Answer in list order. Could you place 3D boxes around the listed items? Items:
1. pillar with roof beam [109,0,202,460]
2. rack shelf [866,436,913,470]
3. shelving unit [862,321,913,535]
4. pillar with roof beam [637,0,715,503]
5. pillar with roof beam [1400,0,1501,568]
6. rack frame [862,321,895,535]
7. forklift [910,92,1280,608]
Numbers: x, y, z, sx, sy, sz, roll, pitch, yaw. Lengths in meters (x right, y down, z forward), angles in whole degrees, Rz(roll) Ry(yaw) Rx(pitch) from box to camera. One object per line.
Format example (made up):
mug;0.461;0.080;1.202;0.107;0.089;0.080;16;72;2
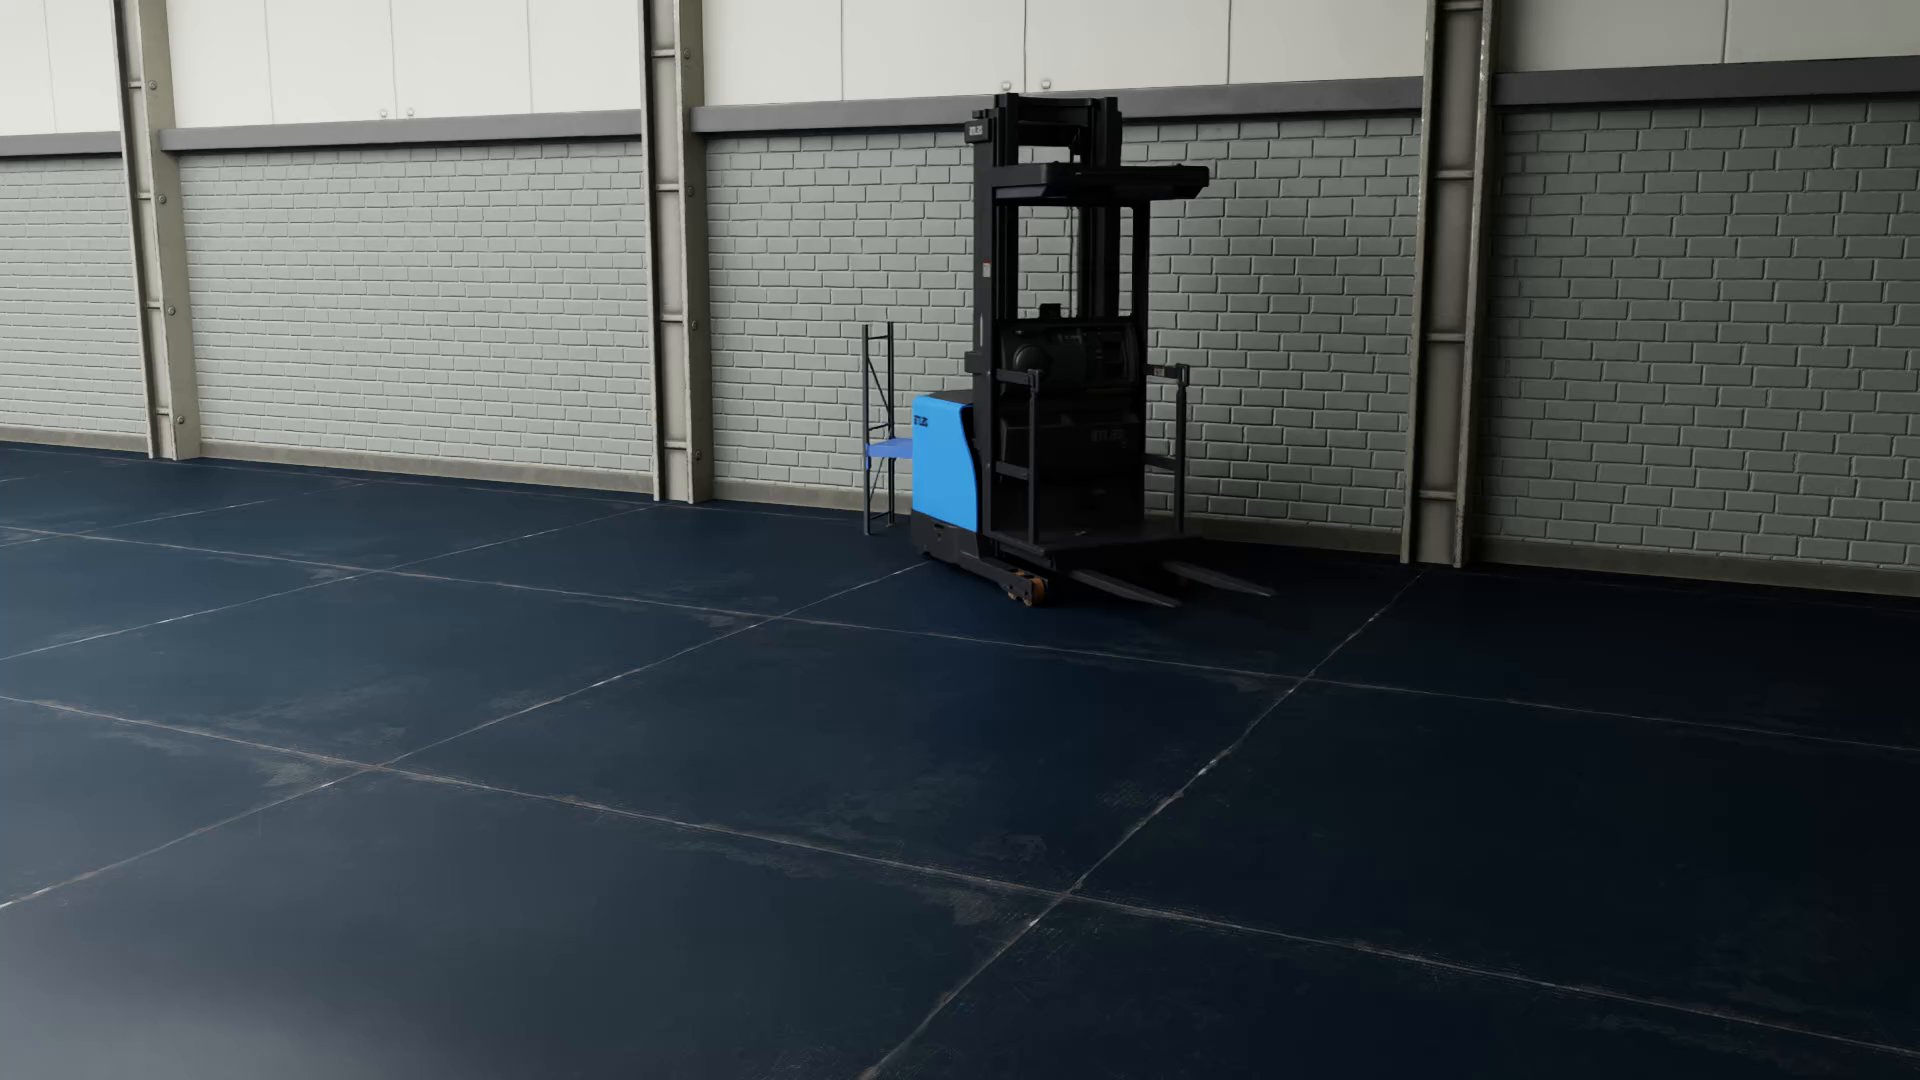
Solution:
pillar with roof beam;-9.534;-4.547;11.583;0.400;9.000;9.100;5;11;26
rack shelf;-0.111;-0.604;11.865;1.000;0.185;0.538;4;11;20
shelving unit;-0.111;-0.781;11.833;1.048;1.500;0.538;4;11;20
pillar with roof beam;-4.153;-4.074;8.971;0.400;9.000;9.100;5;11;26
pillar with roof beam;1.228;-3.601;6.359;0.400;9.000;9.100;5;11;26
rack frame;-0.587;-0.813;12.010;0.032;1.500;0.500;4;11;20
forklift;0.756;-1.149;9.849;1.130;2.935;3.031;-5;11;-25
